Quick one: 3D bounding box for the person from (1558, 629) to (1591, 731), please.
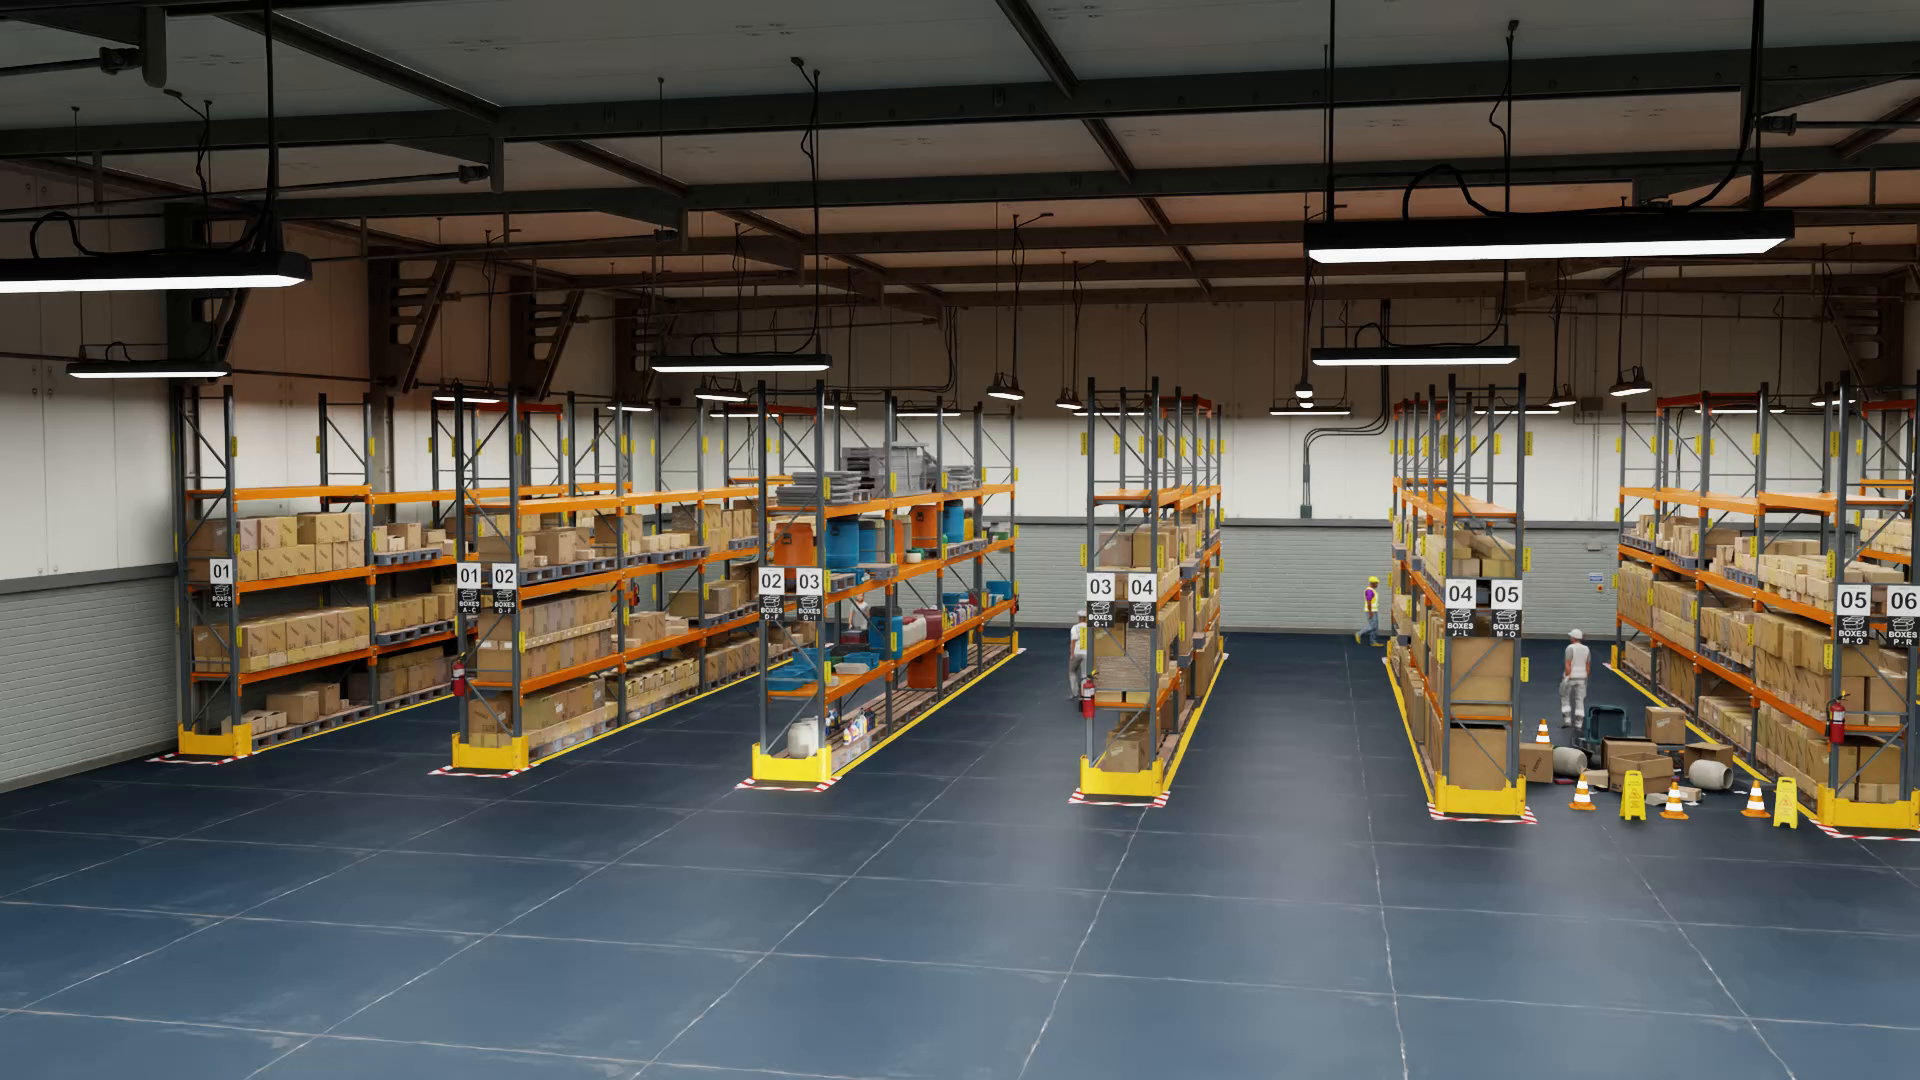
[{"bbox_3d":[10.876,2.479,29.317,0.520,1.807,0.542,0,3,3],"label":"person"}]

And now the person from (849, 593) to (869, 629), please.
[{"bbox_3d":[-2.367,2.002,39.008,0.456,1.611,1.082,1,3,9],"label":"person"}]

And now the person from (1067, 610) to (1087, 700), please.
[{"bbox_3d":[2.425,2.305,32.845,0.553,1.822,0.543,0,3,-6],"label":"person"}]

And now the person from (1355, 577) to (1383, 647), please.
[{"bbox_3d":[10.229,1.789,41.537,0.670,1.763,0.623,1,3,24],"label":"person"}]
